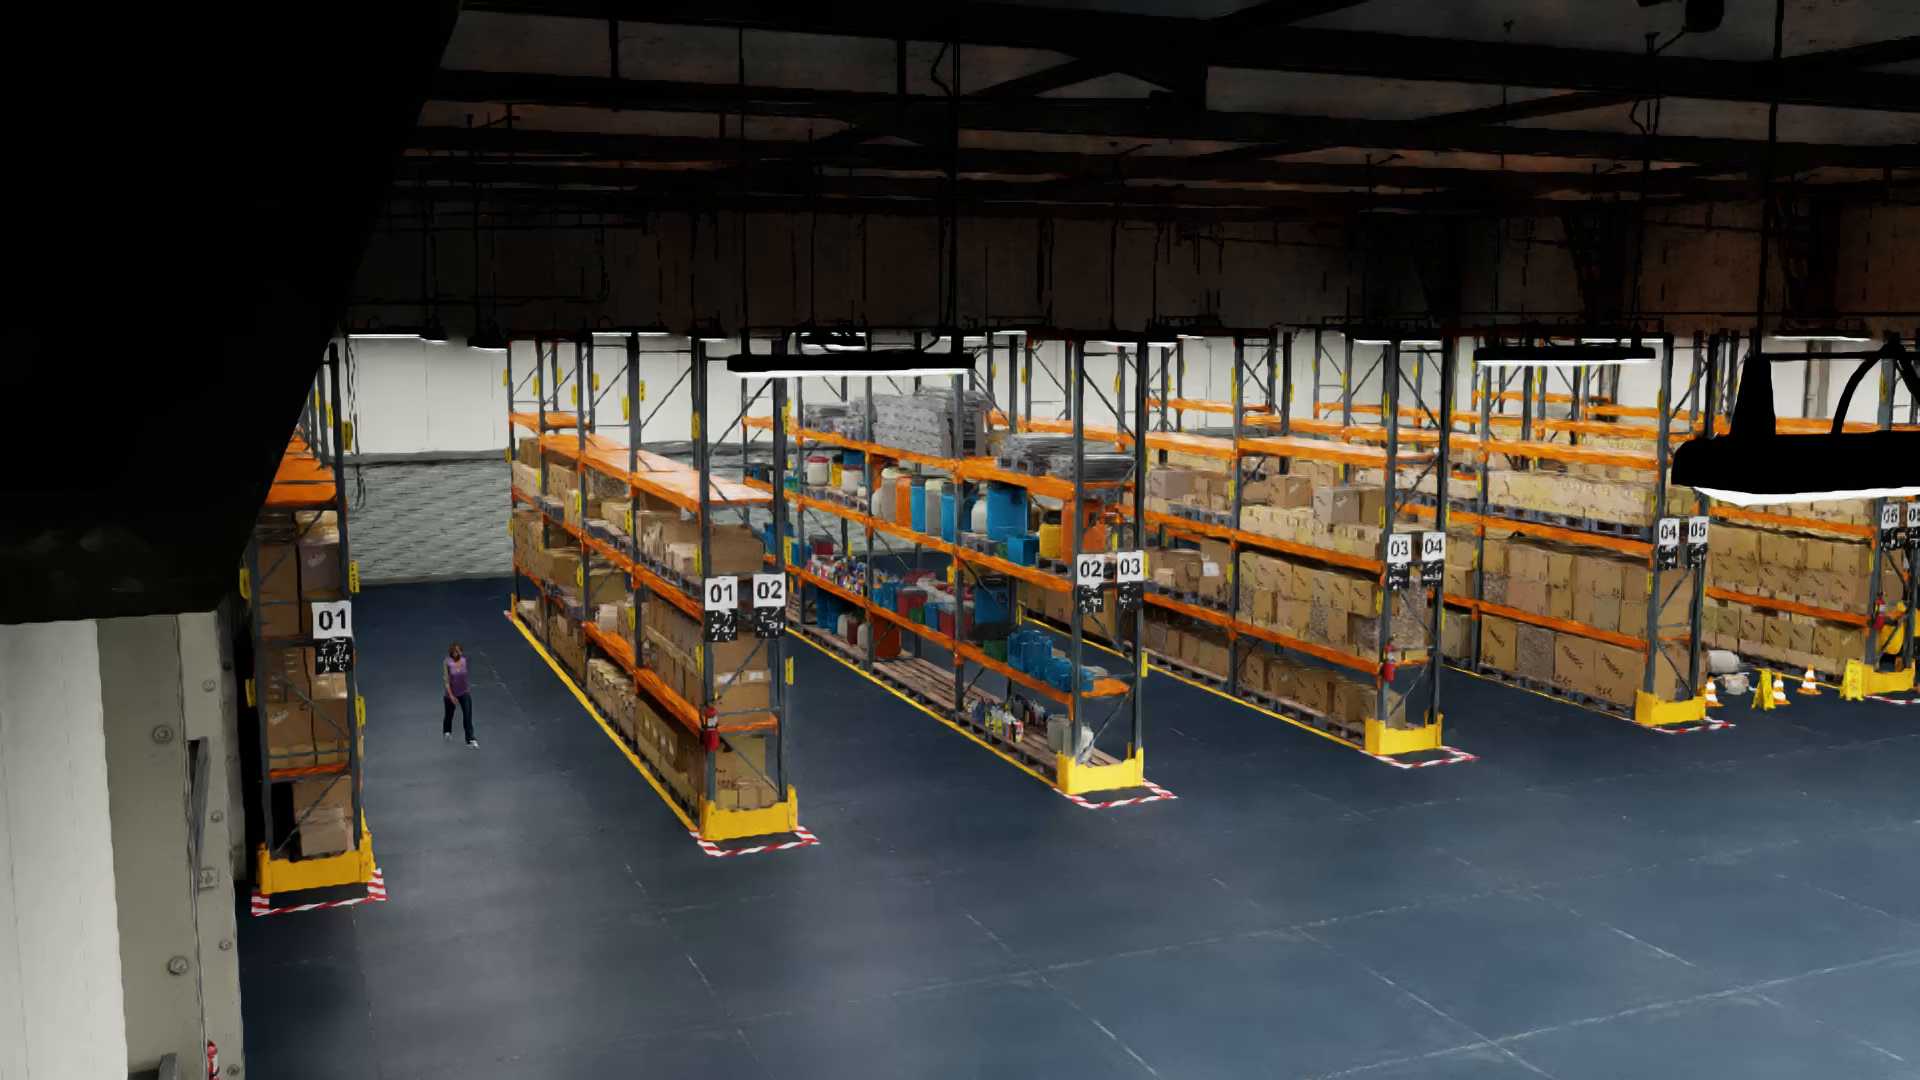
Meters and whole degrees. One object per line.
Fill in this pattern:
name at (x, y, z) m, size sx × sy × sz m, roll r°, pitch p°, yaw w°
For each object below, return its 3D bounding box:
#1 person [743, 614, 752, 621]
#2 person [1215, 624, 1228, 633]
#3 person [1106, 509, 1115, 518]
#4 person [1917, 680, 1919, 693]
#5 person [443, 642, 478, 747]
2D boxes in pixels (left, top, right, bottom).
person at (-4.010, 1.235, 31.301) m, size 0.539 × 1.679 × 0.454 m, roll 6°, pitch 10°, yaw 38°
person at (5.115, 1.192, 31.503) m, size 0.588 × 1.700 × 1.168 m, roll -4°, pitch 9°, yaw -25°
person at (4.019, -0.599, 44.379) m, size 0.594 × 1.775 × 0.495 m, roll 4°, pitch 9°, yaw 28°
person at (14.651, 2.128, 24.816) m, size 0.585 × 1.686 × 0.979 m, roll 0°, pitch 8°, yaw -1°
person at (-7.390, 2.250, 24.400) m, size 0.411 × 1.533 × 0.957 m, roll -5°, pitch 9°, yaw -31°
